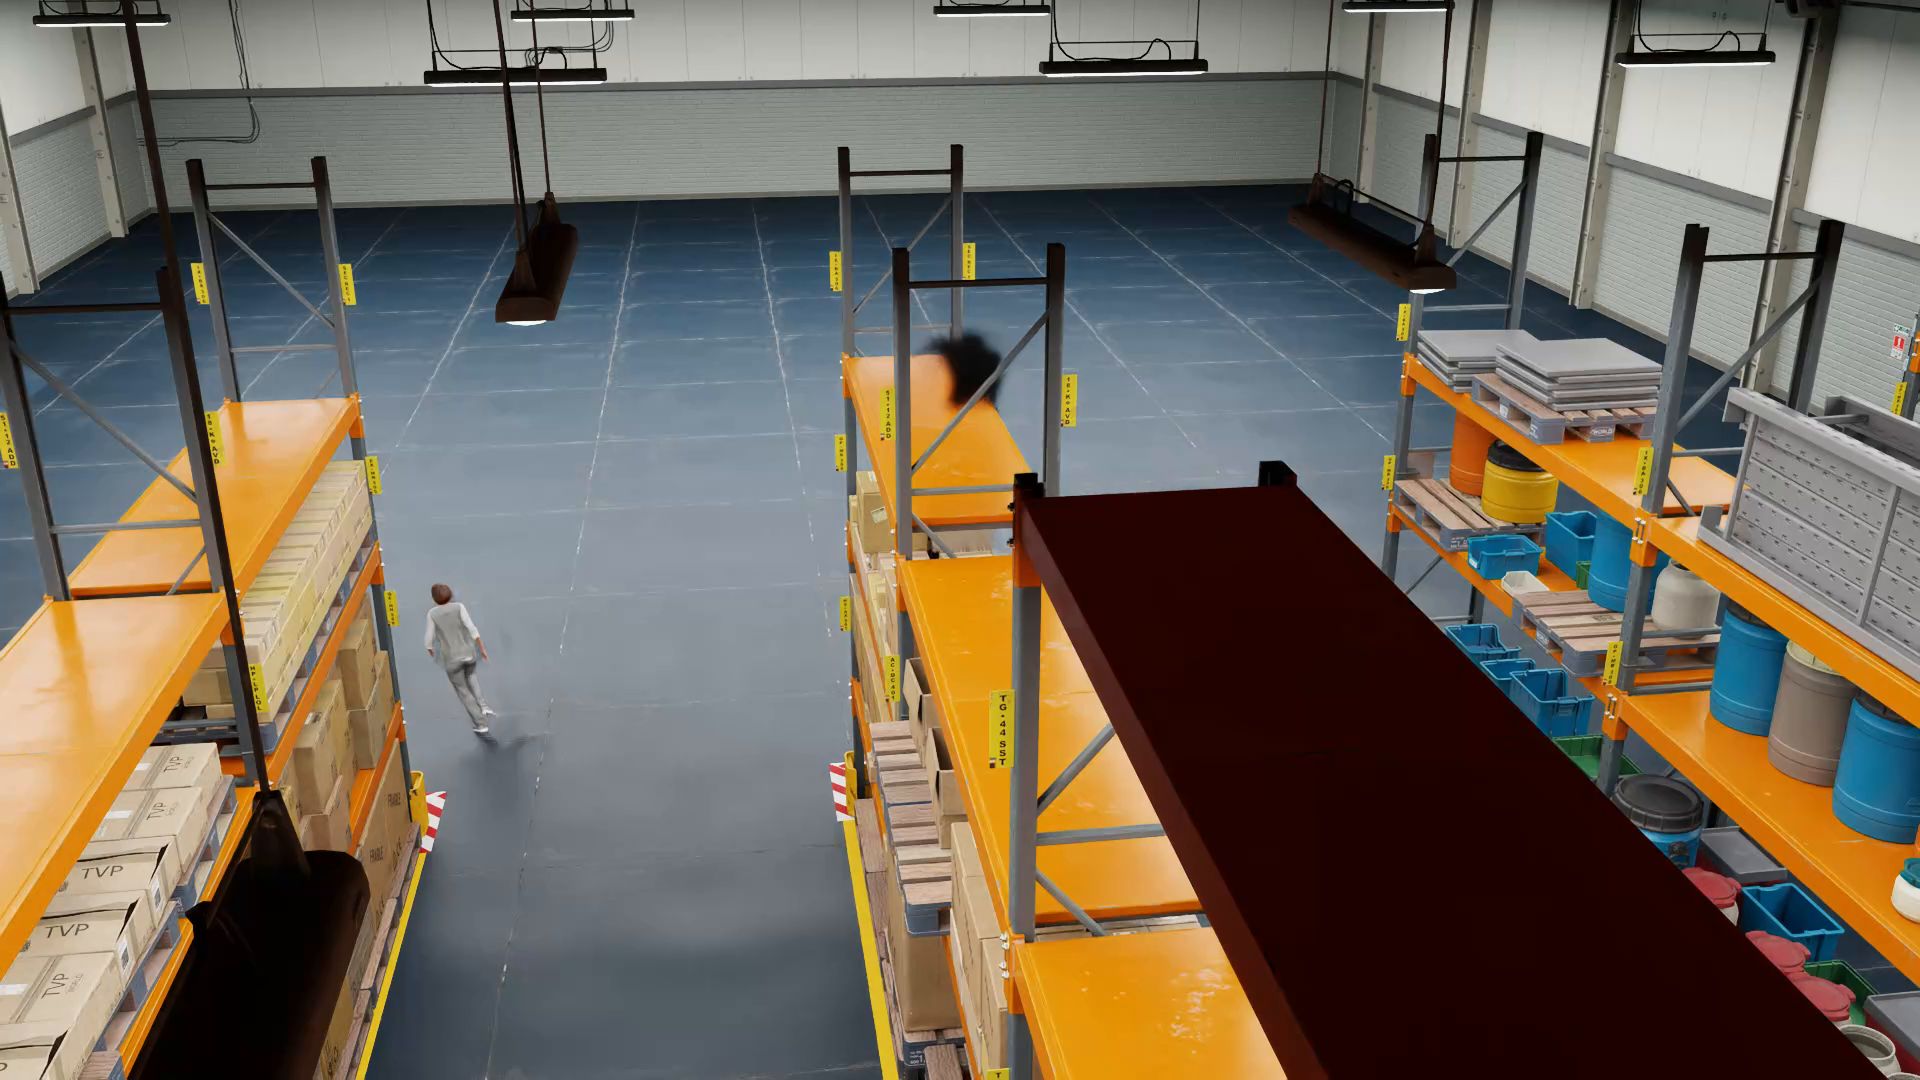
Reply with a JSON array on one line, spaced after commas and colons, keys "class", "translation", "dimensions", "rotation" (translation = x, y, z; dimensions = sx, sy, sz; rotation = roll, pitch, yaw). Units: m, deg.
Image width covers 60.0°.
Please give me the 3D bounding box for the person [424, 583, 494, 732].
[{"class": "person", "translation": [-5.018, 1.184, 16.590], "dimensions": [0.529, 1.525, 0.667], "rotation": [-15, 26, -33]}]
